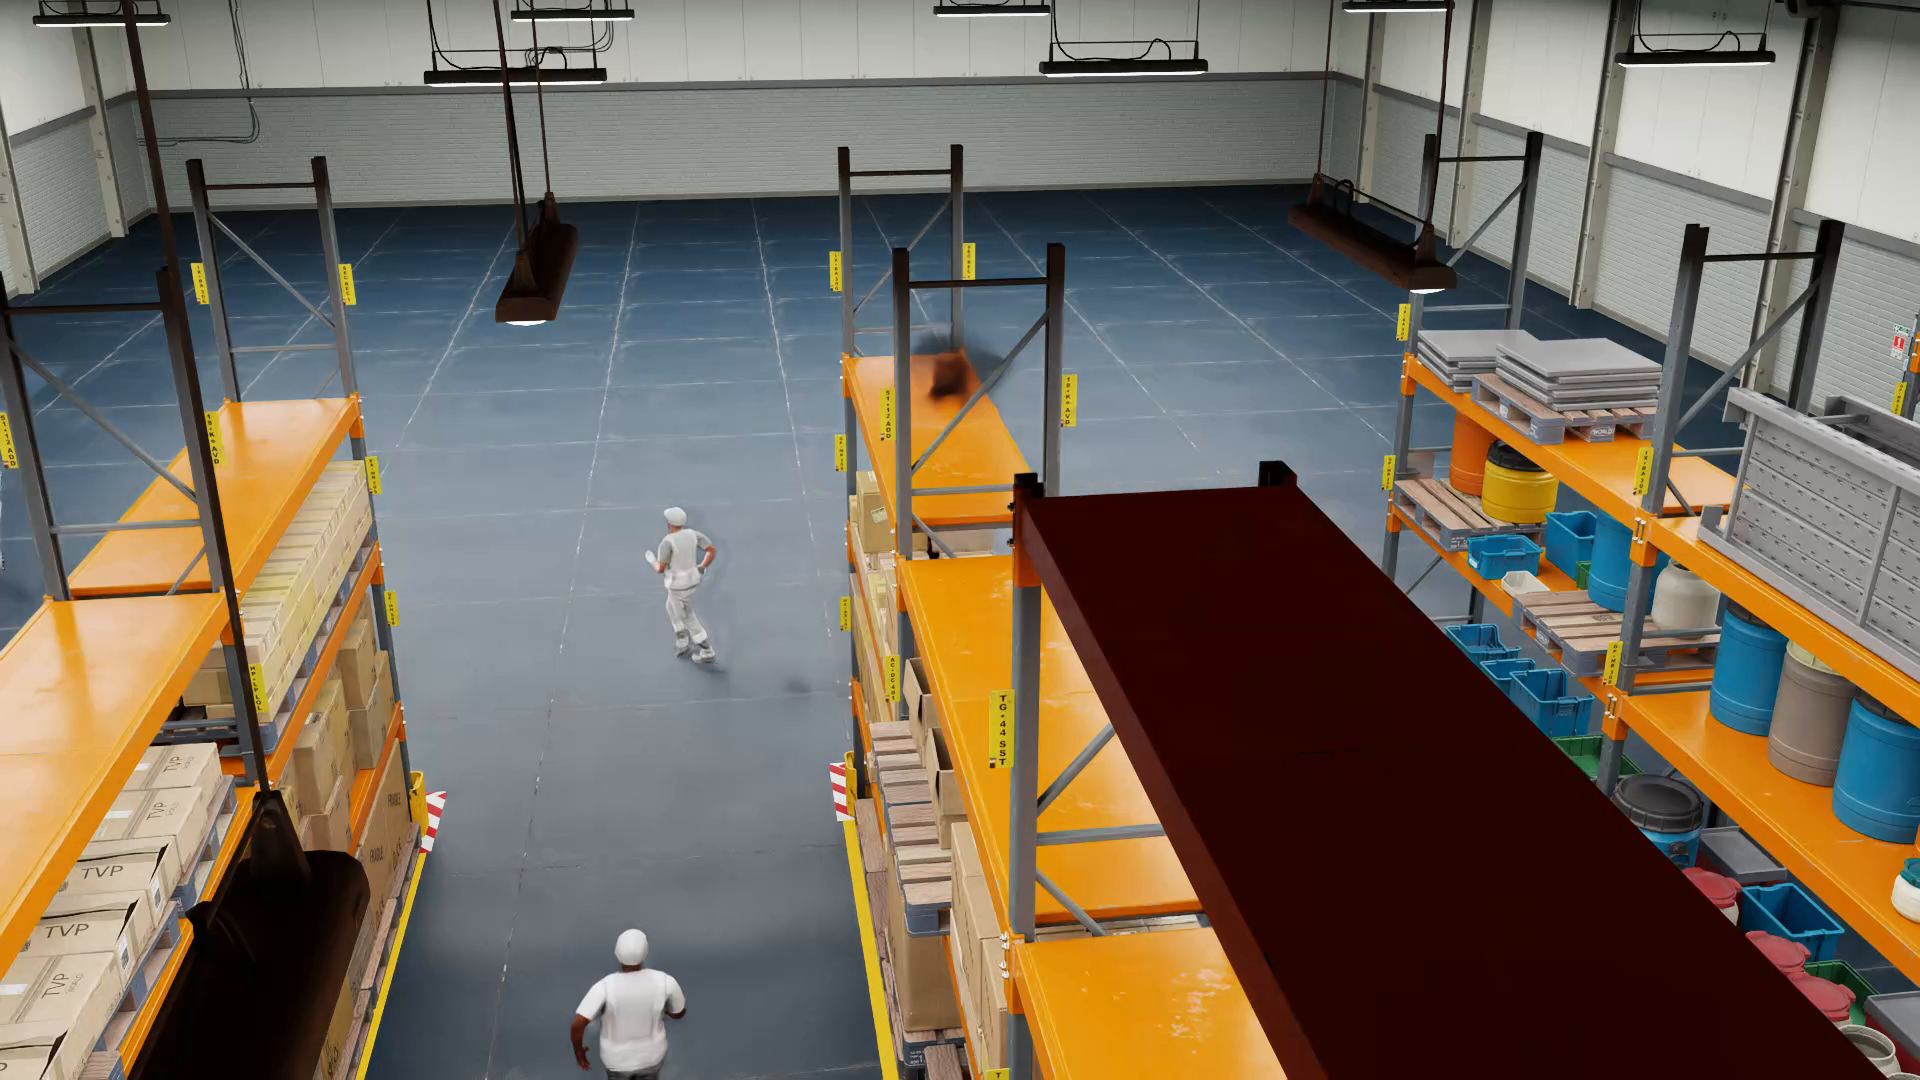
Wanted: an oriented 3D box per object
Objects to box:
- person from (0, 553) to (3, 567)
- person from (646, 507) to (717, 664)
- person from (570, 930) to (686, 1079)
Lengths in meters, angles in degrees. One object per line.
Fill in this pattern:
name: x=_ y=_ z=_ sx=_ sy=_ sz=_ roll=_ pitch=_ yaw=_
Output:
person: x=-12.110 y=-0.445 z=20.506 sx=0.594 sy=1.714 sz=0.752 roll=-20 pitch=29 yaw=-41
person: x=-3.005 y=0.532 z=17.919 sx=0.775 sy=1.850 sz=0.615 roll=12 pitch=25 yaw=28
person: x=-2.126 y=3.280 z=10.740 sx=0.731 sy=1.687 sz=0.776 roll=-5 pitch=22 yaw=-13
